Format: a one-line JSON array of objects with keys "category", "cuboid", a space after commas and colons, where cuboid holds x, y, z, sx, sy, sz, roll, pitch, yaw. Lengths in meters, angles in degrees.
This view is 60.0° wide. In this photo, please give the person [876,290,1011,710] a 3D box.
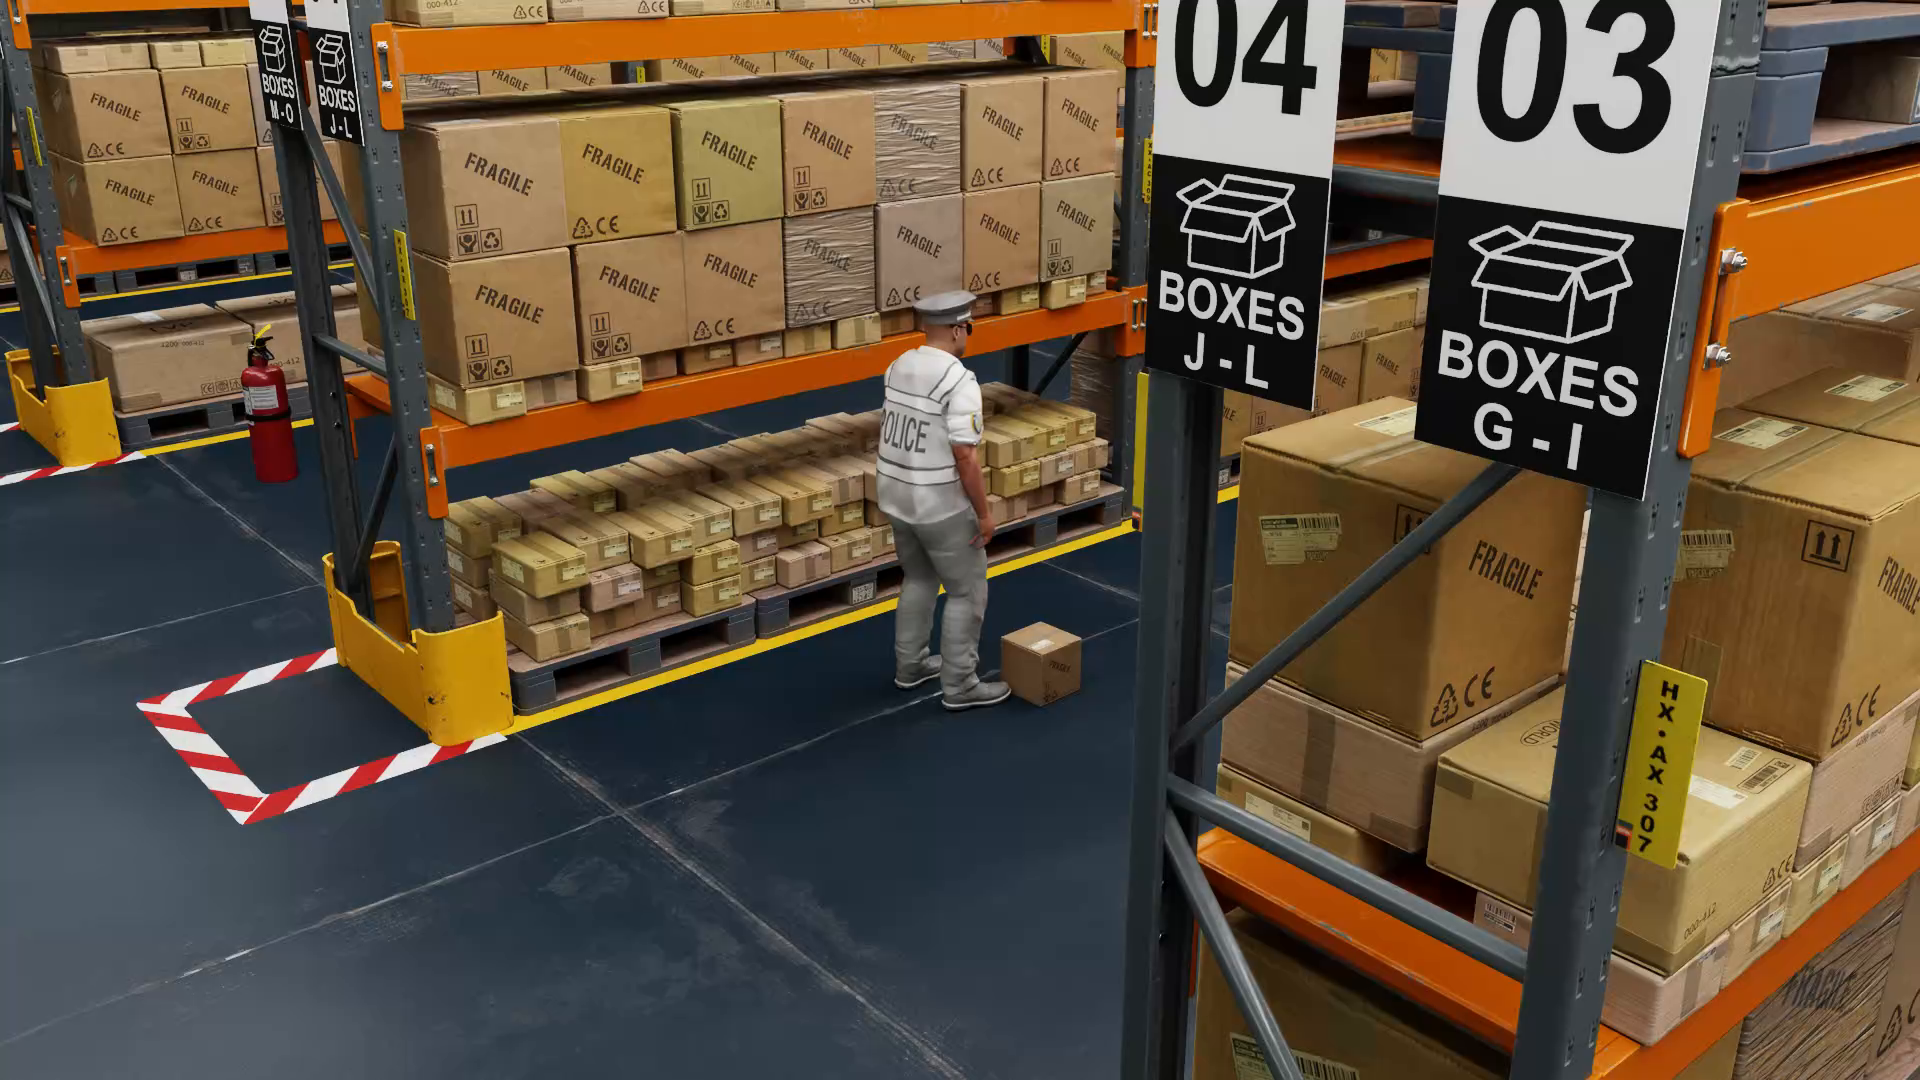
[{"category": "person", "cuboid": [-0.103, -0.157, 6.981, 0.441, 1.748, 0.587, -17, 27, -38]}]
